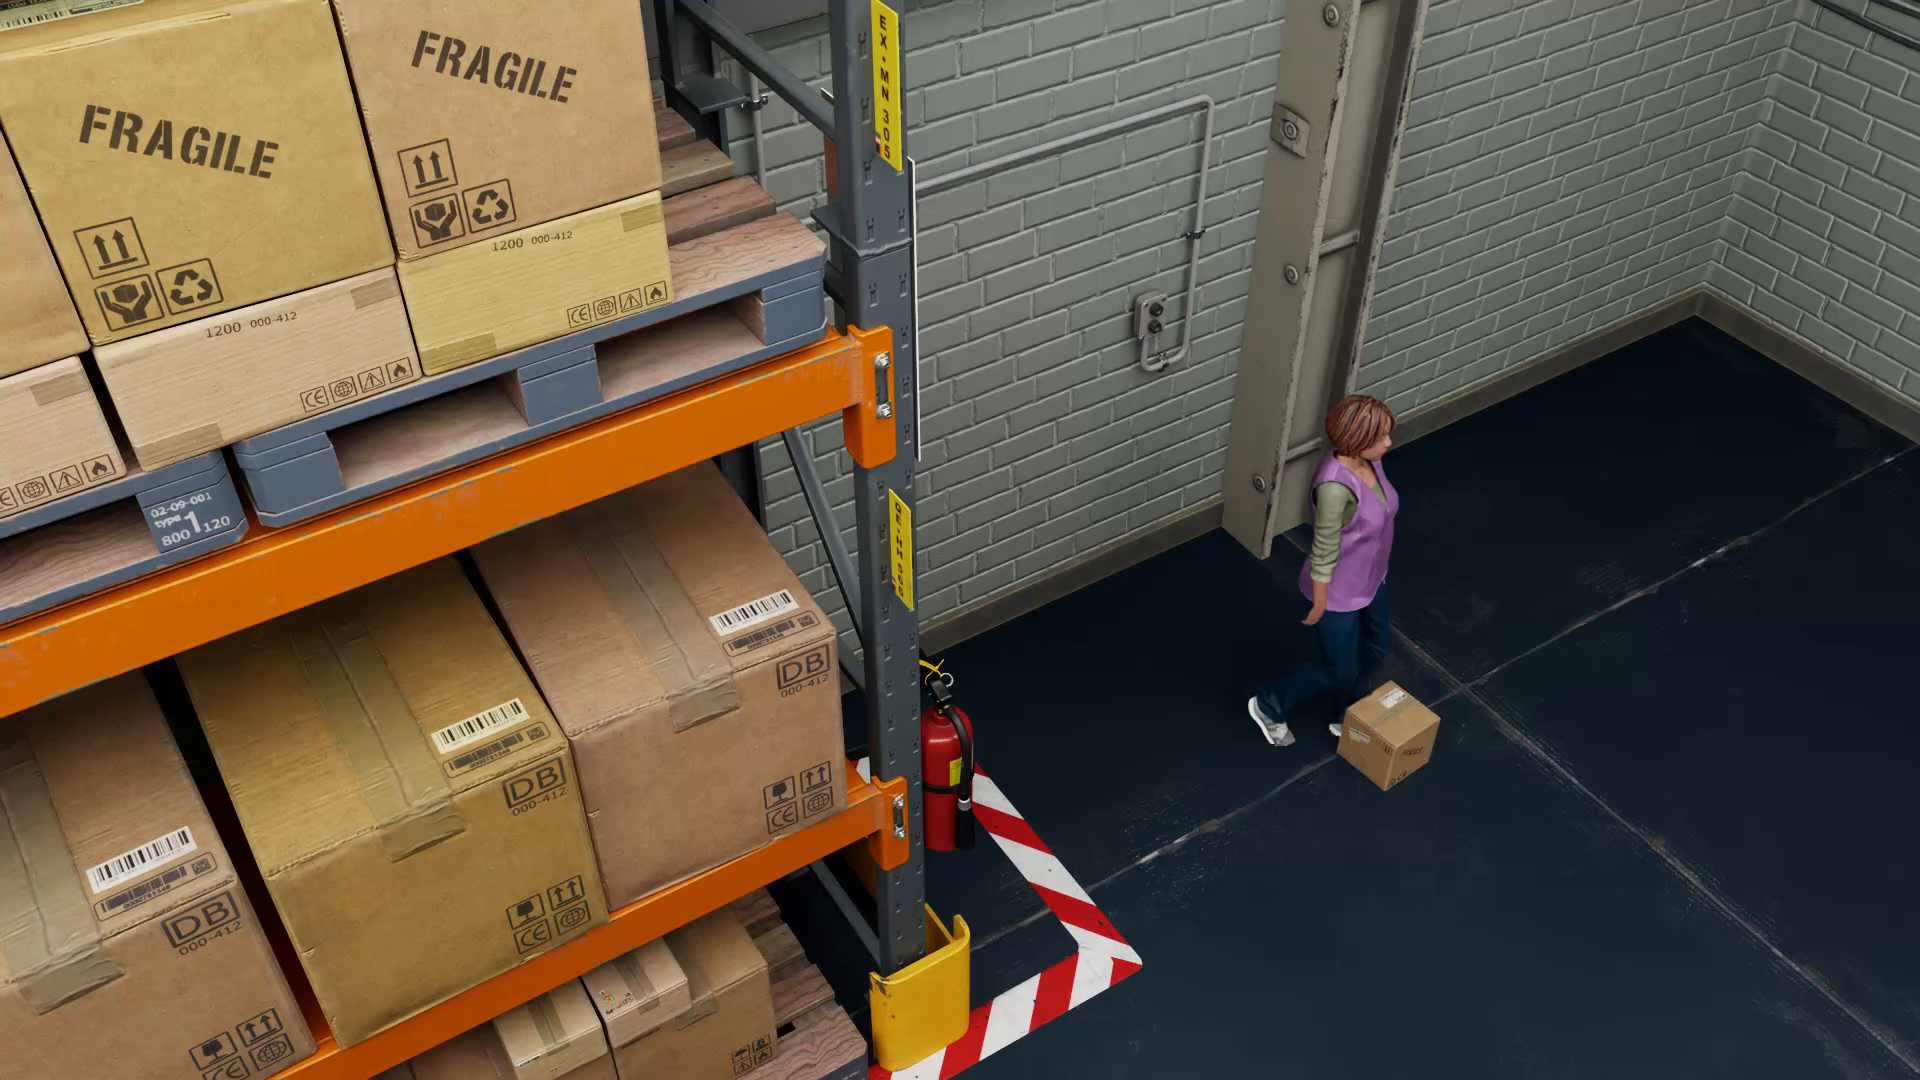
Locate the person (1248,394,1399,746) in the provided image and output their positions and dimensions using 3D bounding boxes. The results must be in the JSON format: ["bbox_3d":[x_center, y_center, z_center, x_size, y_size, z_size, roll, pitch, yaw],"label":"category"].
[{"bbox_3d":[1.418,0.187,6.010,0.567,1.629,0.421,21,46,22],"label":"person"}]
